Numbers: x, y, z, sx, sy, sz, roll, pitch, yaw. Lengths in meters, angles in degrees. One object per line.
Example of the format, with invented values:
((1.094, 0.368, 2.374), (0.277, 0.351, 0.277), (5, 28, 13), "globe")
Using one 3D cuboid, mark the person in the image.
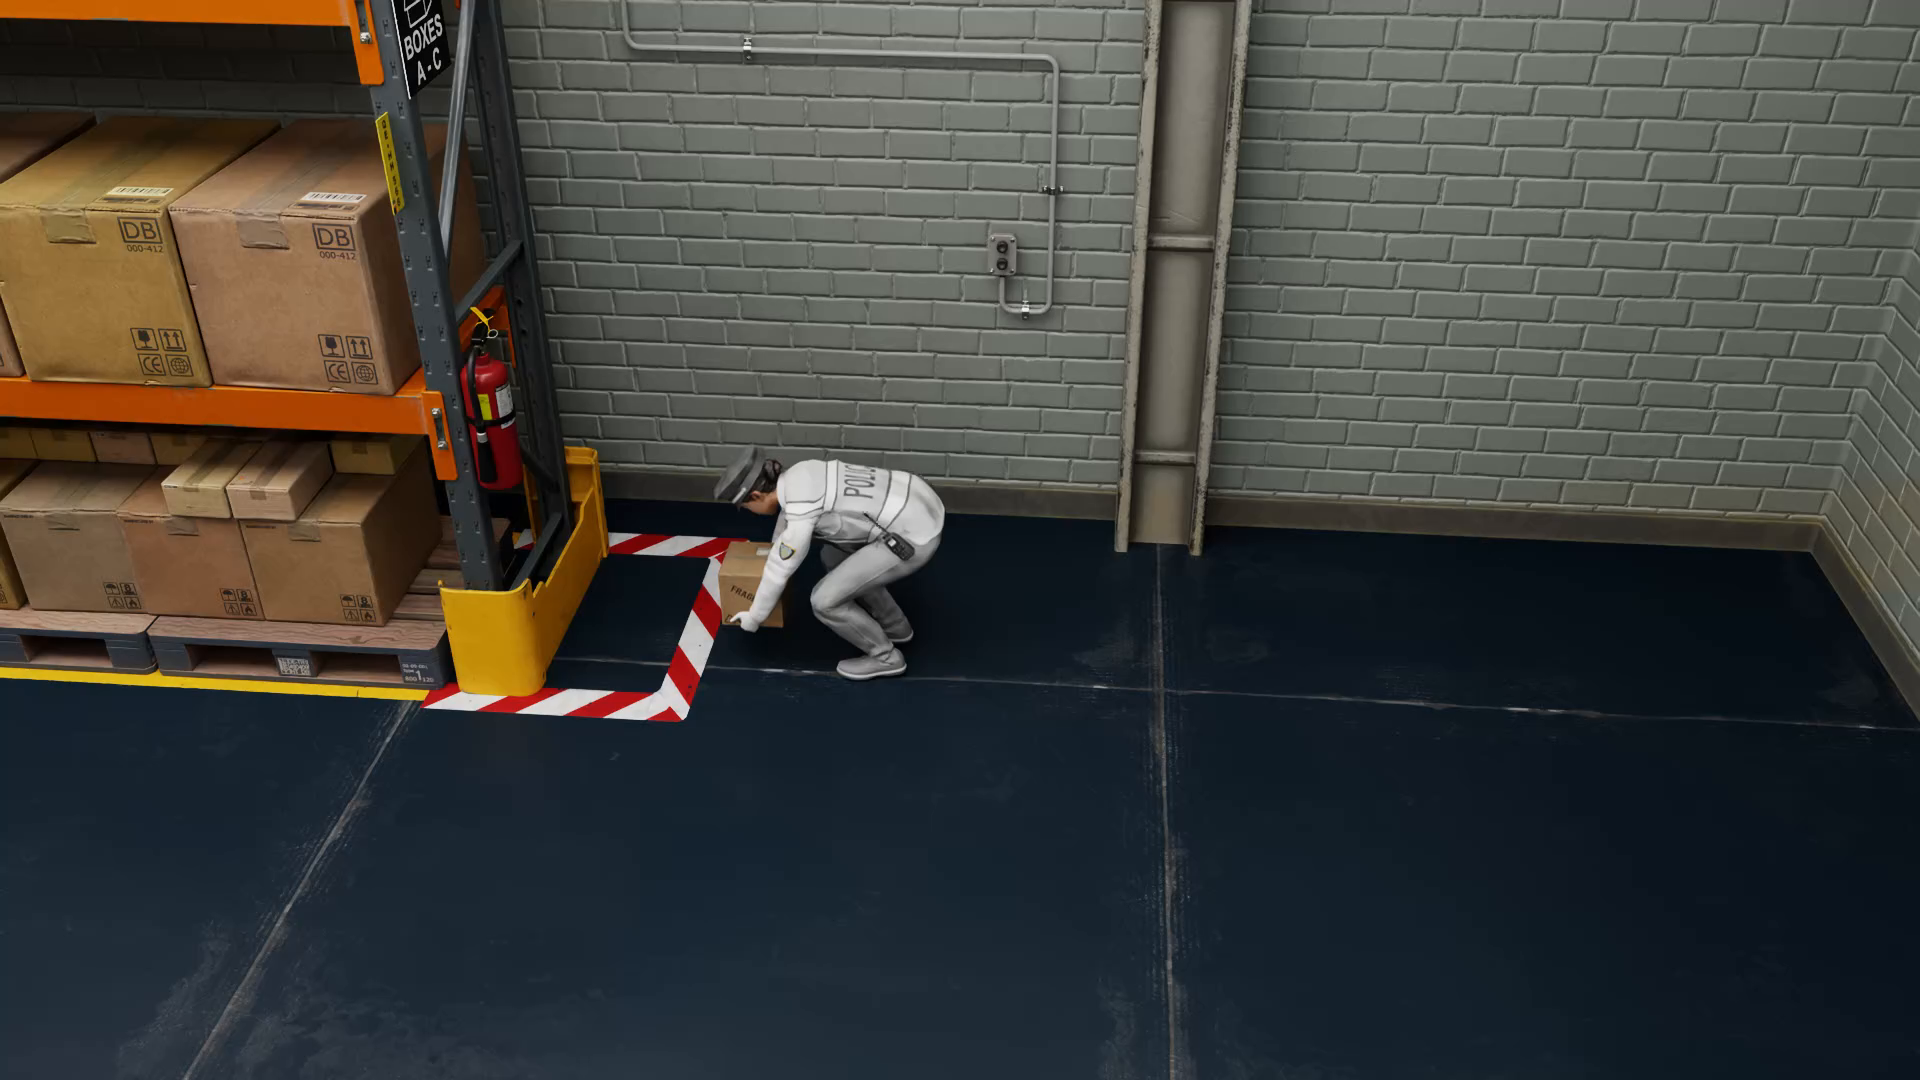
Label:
((-0.520, 0.065, 6.683), (0.899, 0.977, 0.468), (1, 32, 2), "person")
